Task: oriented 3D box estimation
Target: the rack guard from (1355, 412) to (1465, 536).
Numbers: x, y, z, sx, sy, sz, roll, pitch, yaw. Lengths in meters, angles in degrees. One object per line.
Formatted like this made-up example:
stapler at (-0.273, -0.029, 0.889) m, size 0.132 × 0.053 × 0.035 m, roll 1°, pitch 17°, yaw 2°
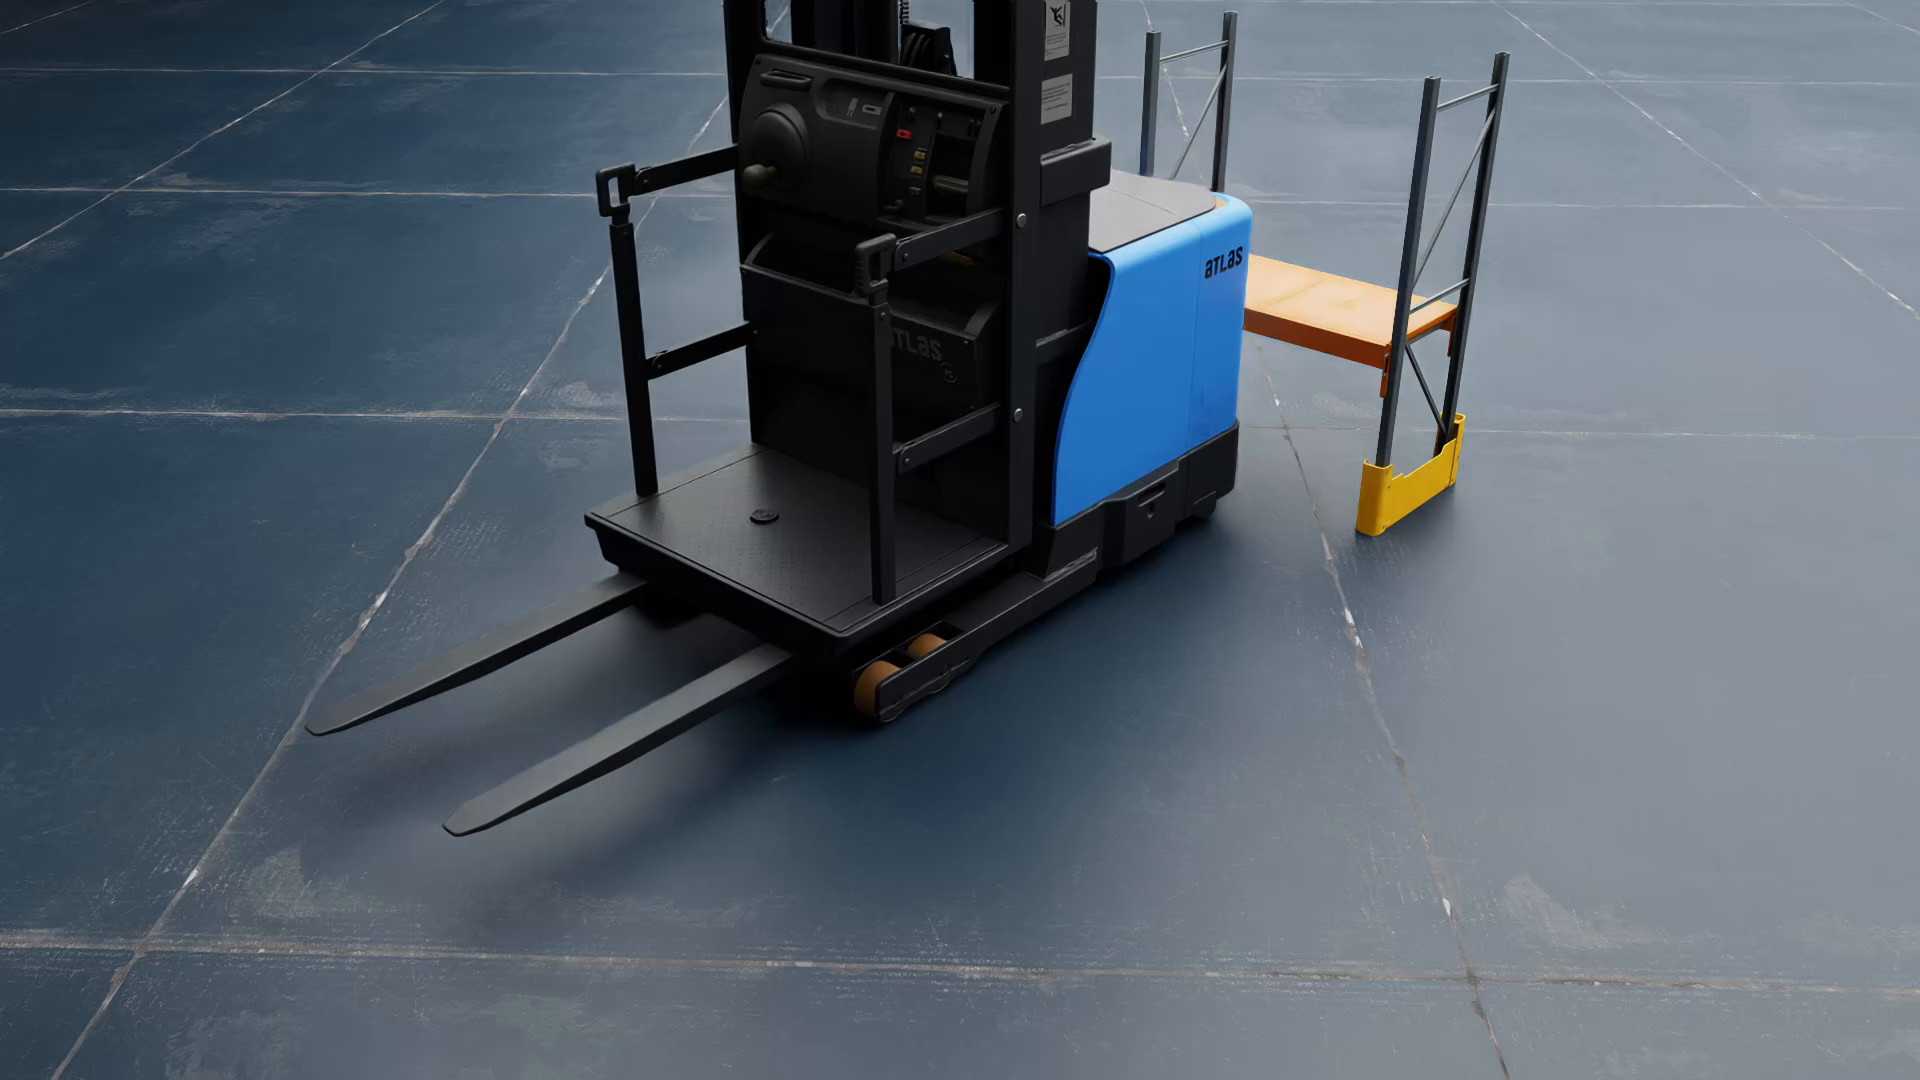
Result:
rack guard at (1.551, -0.234, 5.713) m, size 0.087 × 0.250 × 0.587 m, roll 23°, pitch 35°, yaw 36°

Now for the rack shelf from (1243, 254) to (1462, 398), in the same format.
rack shelf at (1.174, -0.786, 5.804) m, size 1.000 × 0.185 × 0.538 m, roll 23°, pitch 35°, yaw 36°

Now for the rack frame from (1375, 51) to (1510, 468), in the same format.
rack frame at (1.552, -0.786, 5.419) m, size 0.032 × 1.500 × 0.500 m, roll 23°, pitch 35°, yaw 36°

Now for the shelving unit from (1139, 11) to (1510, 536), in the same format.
shelving unit at (1.181, -0.943, 5.714) m, size 1.083 × 1.500 × 0.587 m, roll 23°, pitch 35°, yaw 36°

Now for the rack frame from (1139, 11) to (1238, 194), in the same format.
rack frame at (0.796, -1.105, 6.020) m, size 0.032 × 1.500 × 0.500 m, roll 23°, pitch 35°, yaw 36°

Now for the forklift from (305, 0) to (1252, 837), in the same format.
forklift at (-0.401, -1.060, 4.407) m, size 1.130 × 2.935 × 3.031 m, roll 22°, pitch 35°, yaw 36°
